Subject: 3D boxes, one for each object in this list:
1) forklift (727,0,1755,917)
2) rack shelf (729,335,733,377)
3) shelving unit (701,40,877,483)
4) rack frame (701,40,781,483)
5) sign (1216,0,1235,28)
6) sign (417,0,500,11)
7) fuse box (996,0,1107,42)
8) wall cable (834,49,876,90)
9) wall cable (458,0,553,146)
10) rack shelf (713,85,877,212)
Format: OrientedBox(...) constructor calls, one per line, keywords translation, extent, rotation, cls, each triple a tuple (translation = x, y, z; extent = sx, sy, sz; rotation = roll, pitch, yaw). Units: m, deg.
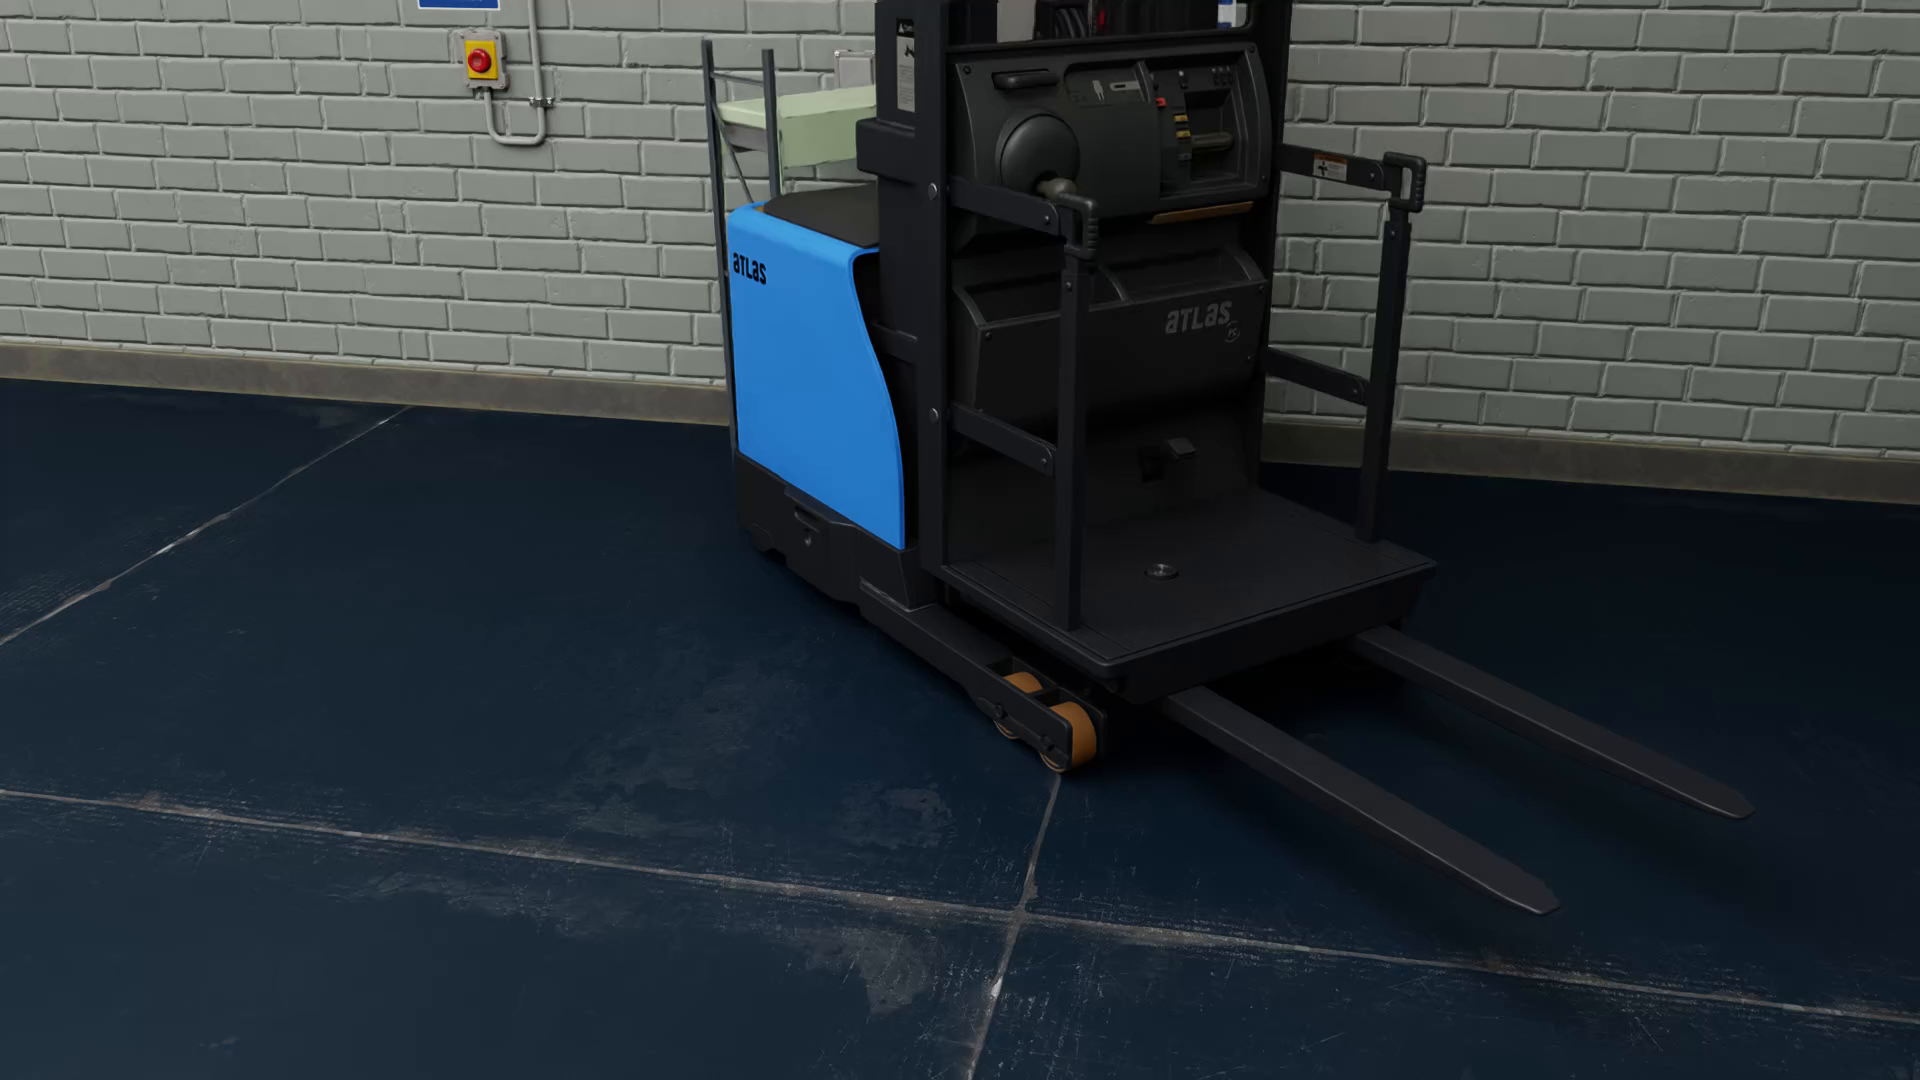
OrientedBox(translation=(0.515, -1.006, 3.929), extent=(1.130, 2.935, 3.031), rotation=(-14, 26, -31), cls="forklift")
OrientedBox(translation=(-0.384, -0.628, 5.755), extent=(0.720, 0.370, 0.431), rotation=(-18, 28, -34), cls="rack shelf")
OrientedBox(translation=(-0.390, -0.929, 5.630), extent=(0.755, 1.500, 0.431), rotation=(-18, 28, -34), cls="shelving unit")
OrientedBox(translation=(-0.678, -0.838, 5.423), extent=(0.023, 1.500, 0.400), rotation=(-18, 28, -34), cls="rack frame")
OrientedBox(translation=(0.754, -1.670, 5.613), extent=(0.329, 0.494, 0.001), rotation=(4, 22, 11), cls="sign")
OrientedBox(translation=(-1.833, -2.041, 6.045), extent=(0.327, 0.218, 0.001), rotation=(4, 22, 11), cls="sign")
OrientedBox(translation=(0.228, -1.079, 5.741), extent=(0.539, 1.711, 0.414), rotation=(4, 22, 11), cls="fuse box")
OrientedBox(translation=(-0.407, -2.257, 5.583), extent=(0.588, 1.984, 0.122), rotation=(4, 22, 11), cls="wall cable")
OrientedBox(translation=(-1.798, -2.375, 5.835), extent=(0.585, 1.953, 0.123), rotation=(4, 22, 11), cls="wall cable")
OrientedBox(translation=(-0.397, -1.290, 5.481), extent=(0.720, 0.370, 0.431), rotation=(-18, 28, -34), cls="rack shelf")
